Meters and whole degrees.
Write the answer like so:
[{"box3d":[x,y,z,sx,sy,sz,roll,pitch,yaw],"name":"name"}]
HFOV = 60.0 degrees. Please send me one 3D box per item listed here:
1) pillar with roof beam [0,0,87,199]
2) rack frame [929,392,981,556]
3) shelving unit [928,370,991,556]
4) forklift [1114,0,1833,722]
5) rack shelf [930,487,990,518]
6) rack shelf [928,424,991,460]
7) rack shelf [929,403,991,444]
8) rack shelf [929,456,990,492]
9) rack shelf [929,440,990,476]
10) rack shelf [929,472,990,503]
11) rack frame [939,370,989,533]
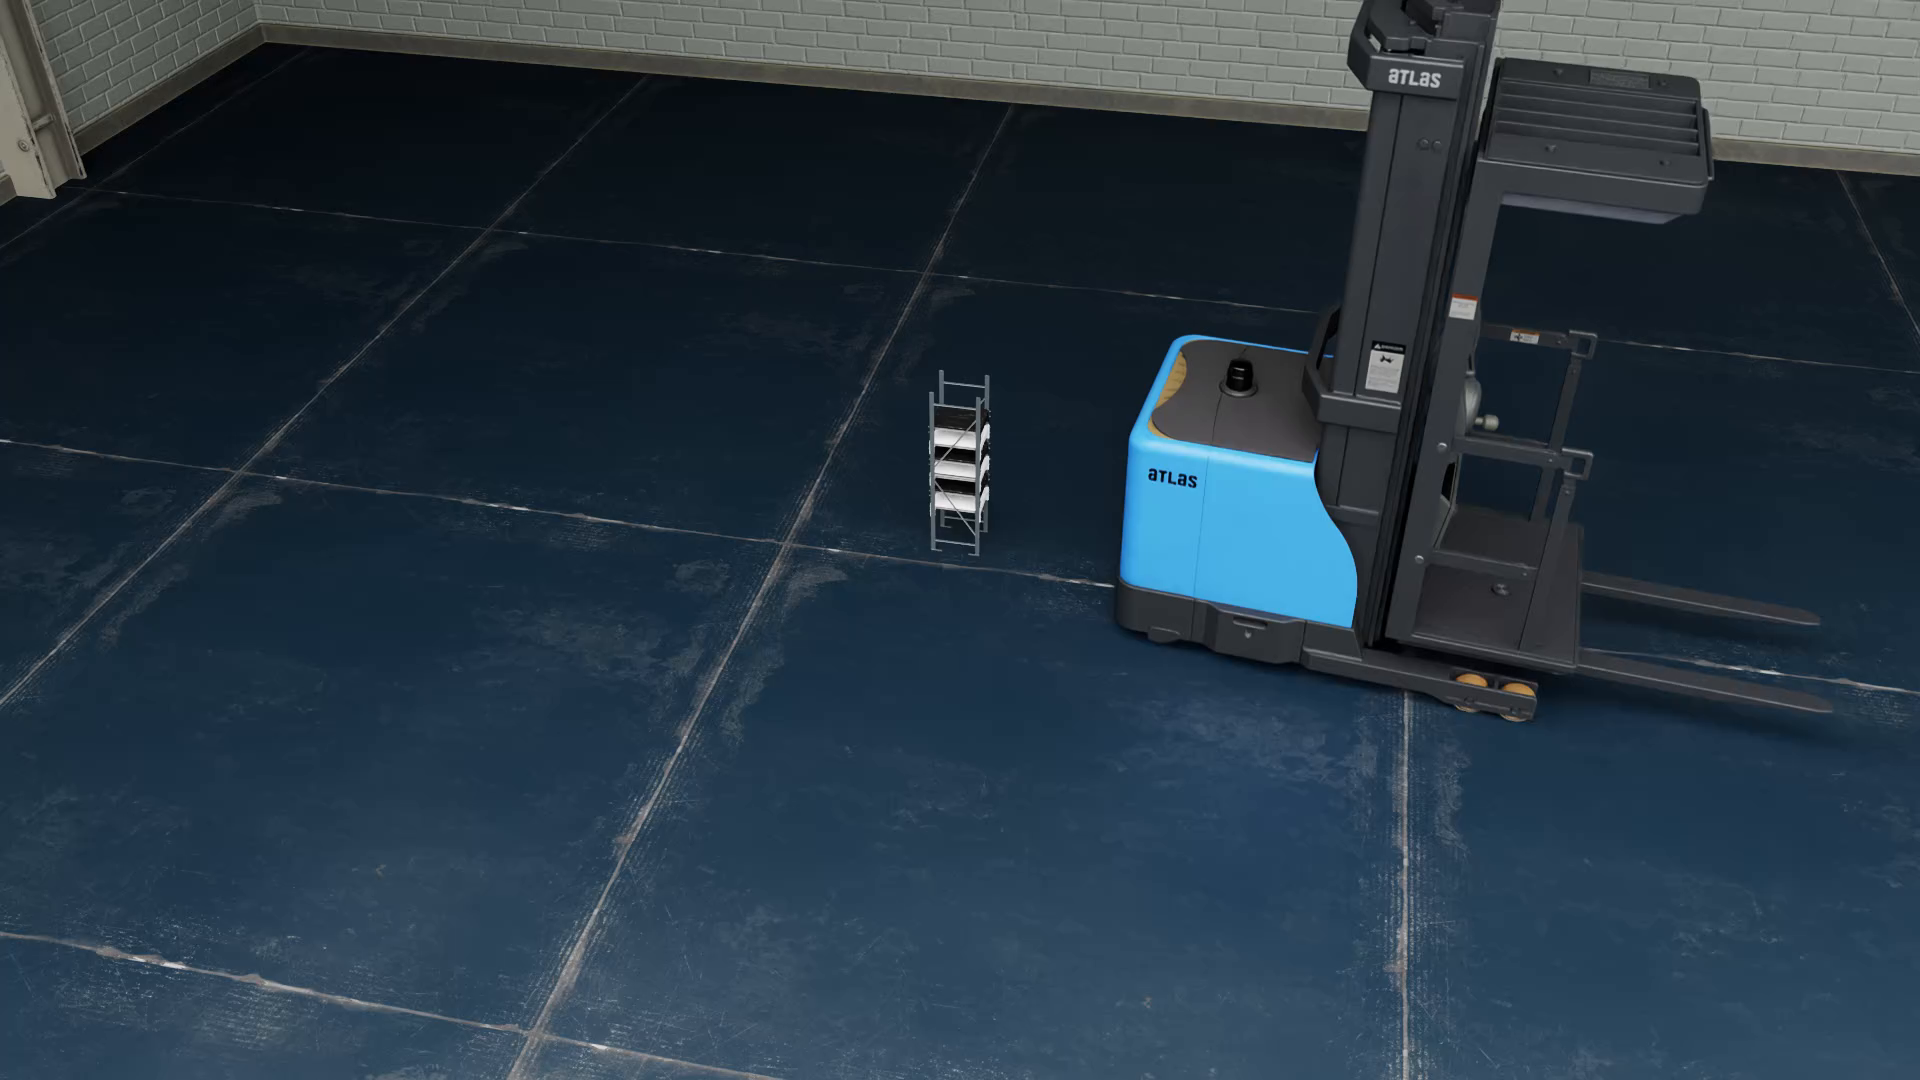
[{"box3d":[-2.187,-5.596,8.304,9.100,9.000,0.400,7,37,10],"name":"pillar with roof beam"},{"box3d":[-0.023,-0.301,7.899,0.240,0.900,0.006,7,37,10],"name":"rack frame"},{"box3d":[-0.002,-0.360,7.980,0.258,0.900,0.210,7,37,10],"name":"shelving unit"},{"box3d":[2.282,-0.756,6.795,3.031,2.935,1.130,11,37,15],"name":"forklift"},{"box3d":[-0.002,-0.187,8.105,0.258,0.077,0.200,7,37,10],"name":"rack shelf"},{"box3d":[-0.002,-0.478,7.893,0.258,0.077,0.200,7,37,10],"name":"rack shelf"},{"box3d":[-0.002,-0.551,7.841,0.258,0.077,0.200,7,37,10],"name":"rack shelf"},{"box3d":[-0.002,-0.333,7.999,0.258,0.077,0.200,7,37,10],"name":"rack shelf"},{"box3d":[-0.002,-0.406,7.946,0.258,0.077,0.200,7,37,10],"name":"rack shelf"},{"box3d":[-0.002,-0.260,8.052,0.258,0.077,0.200,7,37,10],"name":"rack shelf"},{"box3d":[0.020,-0.418,8.060,0.240,0.900,0.006,7,37,10],"name":"rack frame"}]
